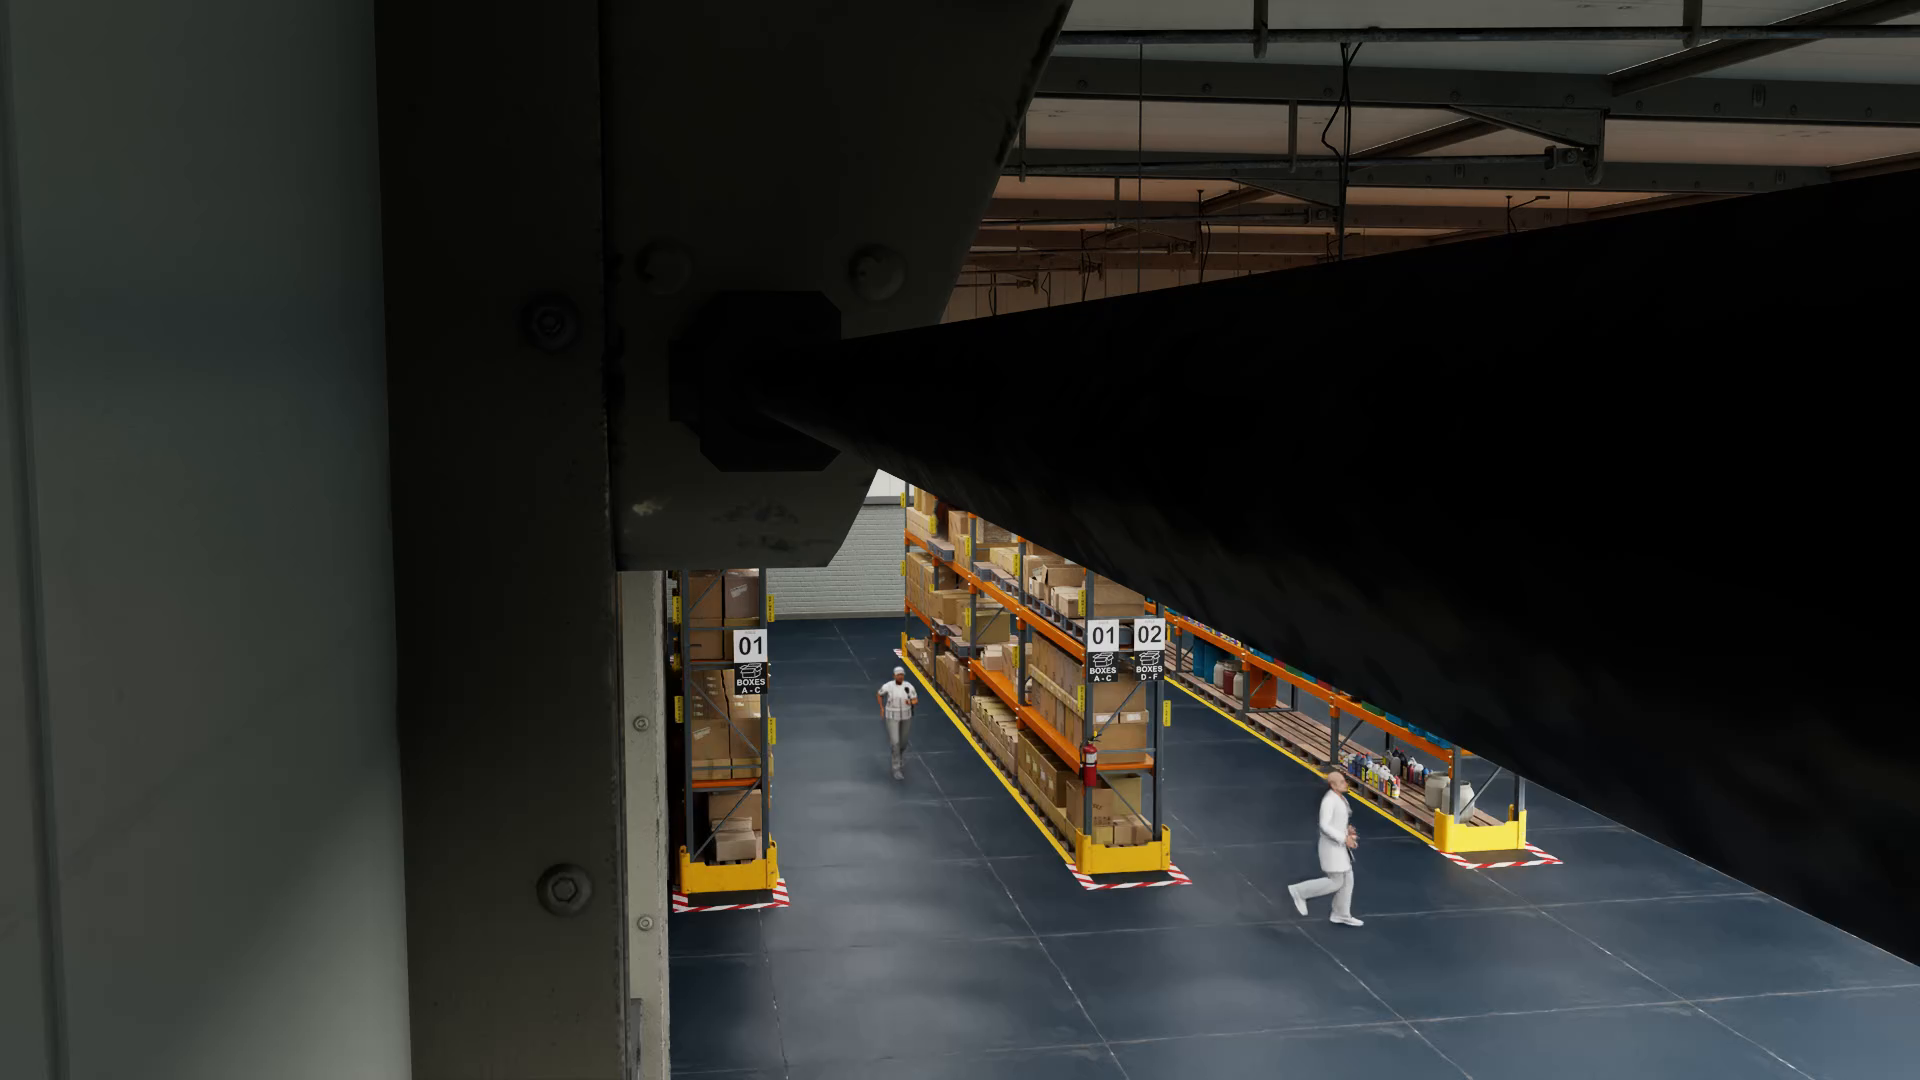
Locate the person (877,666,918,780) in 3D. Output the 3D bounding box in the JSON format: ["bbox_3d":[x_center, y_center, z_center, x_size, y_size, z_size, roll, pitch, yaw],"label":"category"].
[{"bbox_3d":[-0.957,2.803,25.924,0.596,1.686,0.903,-2,6,-17],"label":"person"}]

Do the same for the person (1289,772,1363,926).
[{"bbox_3d":[4.204,3.506,18.979,0.826,1.768,0.708,2,6,20],"label":"person"}]
